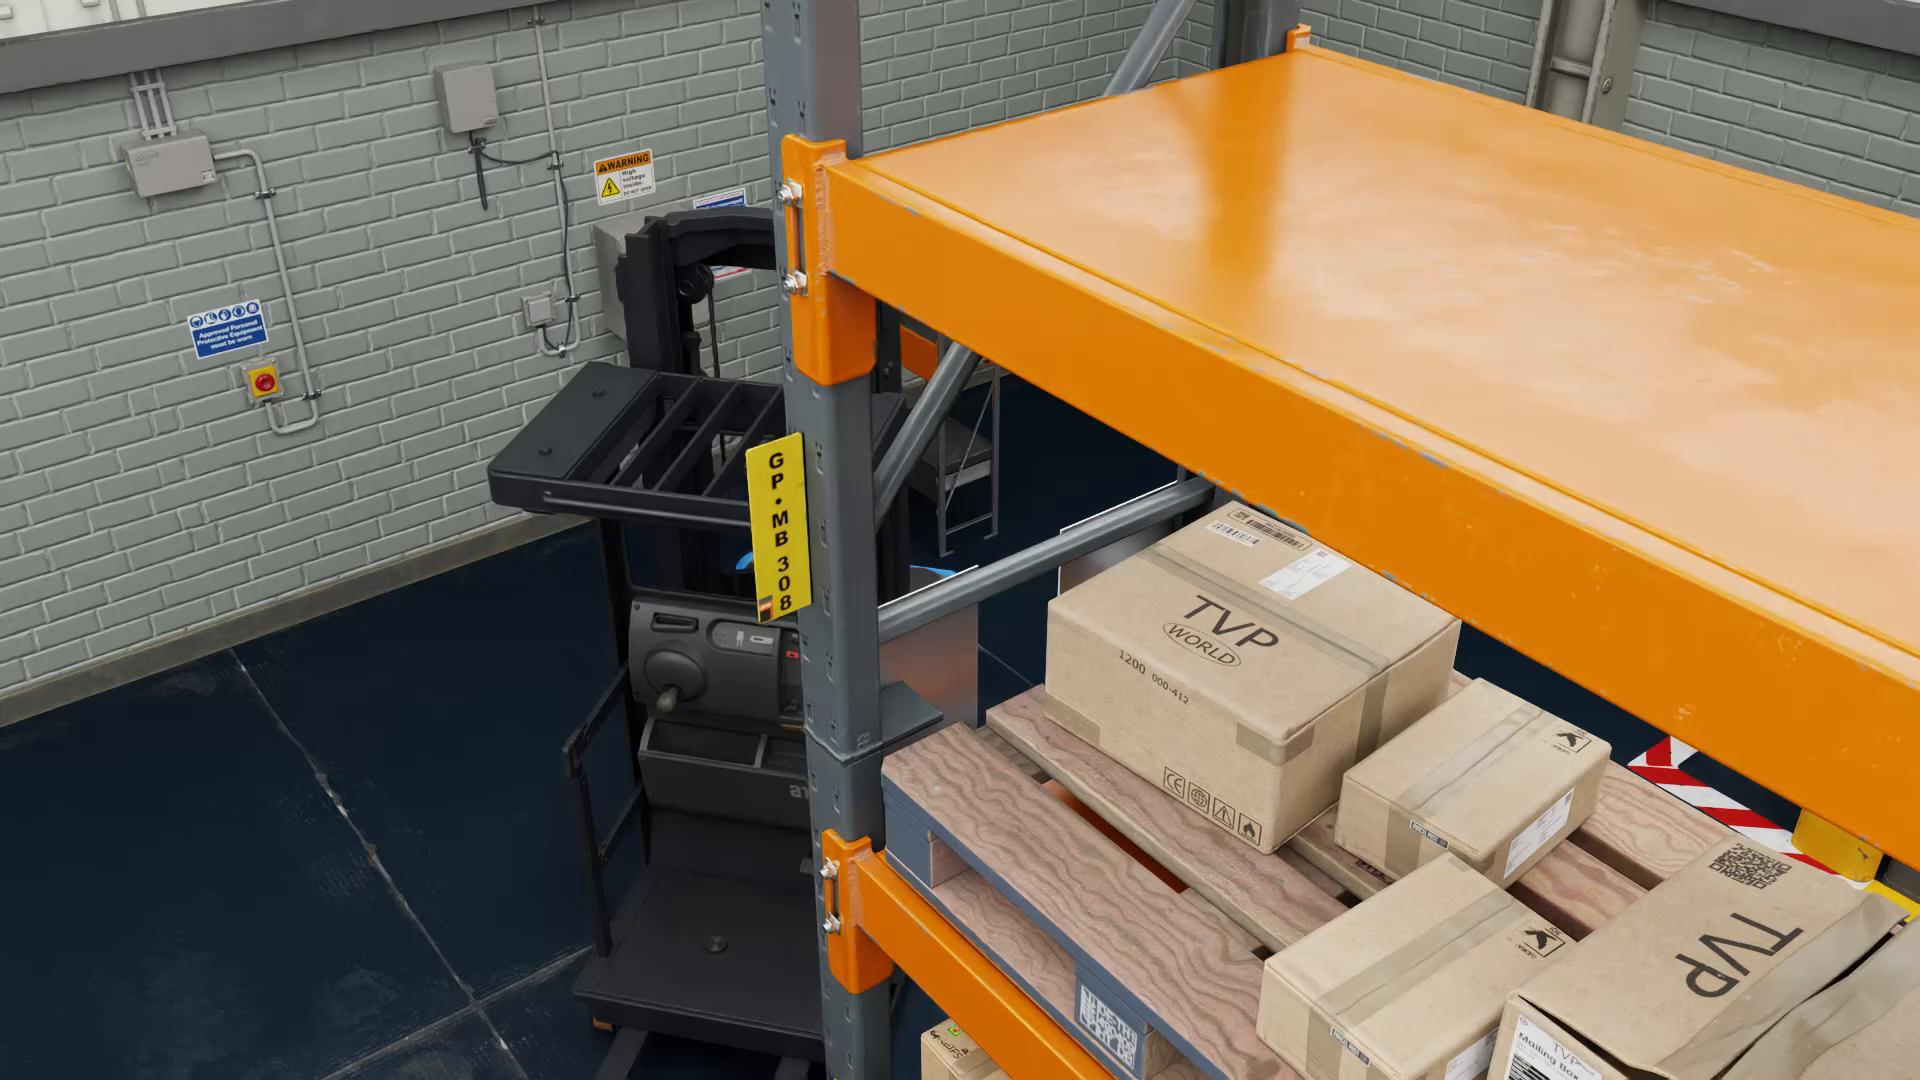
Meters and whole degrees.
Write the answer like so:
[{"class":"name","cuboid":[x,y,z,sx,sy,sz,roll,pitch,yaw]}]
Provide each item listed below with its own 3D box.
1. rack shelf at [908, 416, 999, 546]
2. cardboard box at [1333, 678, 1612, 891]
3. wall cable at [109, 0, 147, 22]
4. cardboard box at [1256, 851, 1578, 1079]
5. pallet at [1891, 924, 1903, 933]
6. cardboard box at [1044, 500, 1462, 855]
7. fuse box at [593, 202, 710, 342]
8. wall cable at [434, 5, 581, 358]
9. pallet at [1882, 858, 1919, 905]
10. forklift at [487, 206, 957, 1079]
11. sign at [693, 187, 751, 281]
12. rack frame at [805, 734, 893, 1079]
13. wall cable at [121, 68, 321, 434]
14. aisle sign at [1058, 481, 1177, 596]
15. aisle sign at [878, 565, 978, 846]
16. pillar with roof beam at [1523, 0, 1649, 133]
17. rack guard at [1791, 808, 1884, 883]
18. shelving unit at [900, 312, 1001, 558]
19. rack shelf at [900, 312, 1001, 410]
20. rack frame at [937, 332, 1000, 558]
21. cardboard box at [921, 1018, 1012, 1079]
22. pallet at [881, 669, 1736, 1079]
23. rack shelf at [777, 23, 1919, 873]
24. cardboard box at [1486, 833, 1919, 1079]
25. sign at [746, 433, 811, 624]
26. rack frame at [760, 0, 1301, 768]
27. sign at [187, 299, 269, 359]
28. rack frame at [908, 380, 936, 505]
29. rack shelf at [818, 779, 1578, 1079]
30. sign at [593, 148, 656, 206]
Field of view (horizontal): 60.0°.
[{"class":"rack shelf","cuboid":[-0.101,-0.355,9.184,0.431,0.518,0.480,-22,38,-31]},{"class":"cardboard box","cuboid":[0.818,0.405,2.657,0.380,0.149,0.250,-26,40,-35]},{"class":"wall cable","cuboid":[-3.560,-3.342,6.101,0.463,3.000,0.029,-22,38,-31]},{"class":"cardboard box","cuboid":[0.636,0.626,2.301,0.380,0.149,0.250,-21,37,-30]},{"class":"pallet","cuboid":[1.366,1.064,1.934,1.003,0.211,1.213,-22,38,-31]},{"class":"cardboard box","cuboid":[0.498,0.213,2.870,0.500,0.250,0.500,-26,40,-36]},{"class":"fuse box","cuboid":[-1.577,-0.928,9.122,0.539,1.711,0.414,-22,38,-31]},{"class":"wall cable","cuboid":[-2.212,-1.751,8.264,0.588,1.984,0.122,-22,38,-31]},{"class":"pallet","cuboid":[4.606,1.427,6.752,1.003,0.211,1.213,-22,38,-31]},{"class":"forklift","cuboid":[-0.765,0.501,5.665,1.130,2.935,3.031,7,33,11]},{"class":"sign","cuboid":[-1.313,-1.681,9.203,0.329,0.494,0.001,-22,38,-31]},{"class":"rack frame","cuboid":[0.151,1.486,4.014,1.000,3.000,0.127,-22,38,-31]},{"class":"wall cable","cuboid":[-3.325,-1.301,7.509,0.585,1.953,0.123,-22,38,-31]},{"class":"aisle sign","cuboid":[0.352,0.252,3.538,0.394,0.787,0.004,-22,38,-31]},{"class":"aisle sign","cuboid":[-0.122,0.446,3.225,0.394,0.787,0.004,-22,38,-31]},{"class":"pillar with roof beam","cuboid":[-0.273,-2.692,5.055,9.100,9.000,0.400,-22,38,-31]},{"class":"rack guard","cuboid":[4.116,0.973,7.210,1.175,0.500,0.348,-22,38,-31]},{"class":"shelving unit","cuboid":[-0.101,-0.961,8.807,0.431,2.100,0.503,-22,38,-31]},{"class":"rack shelf","cuboid":[-0.101,-0.949,8.814,0.431,0.518,0.480,-22,38,-31]},{"class":"rack frame","cuboid":[0.048,-0.859,8.643,0.400,2.100,0.015,-22,38,-31]},{"class":"cardboard box","cuboid":[0.150,0.981,3.170,0.380,0.149,0.250,-21,38,-30]},{"class":"pallet","cuboid":[0.614,0.556,2.753,1.003,0.211,1.213,-22,38,-31]},{"class":"rack shelf","cuboid":[1.377,0.247,1.384,1.077,0.370,4.000,-22,38,-31]},{"class":"cardboard box","cuboid":[1.029,0.669,2.078,0.500,0.311,0.500,-22,38,-31]},{"class":"sign","cuboid":[-0.291,-0.016,2.686,0.100,0.325,0.005,-22,38,-31]},{"class":"rack frame","cuboid":[0.151,-1.062,2.431,1.000,3.000,0.127,-22,38,-31]},{"class":"sign","cuboid":[-3.401,-0.981,7.730,0.327,0.218,0.001,-22,38,-31]},{"class":"rack frame","cuboid":[-0.251,-1.063,8.971,0.400,2.100,0.015,-22,38,-31]},{"class":"rack shelf","cuboid":[1.377,1.351,2.070,1.077,0.370,4.000,-22,38,-31]},{"class":"sign","cuboid":[-1.747,-1.894,8.674,0.339,0.242,0.001,-22,38,-31]}]
